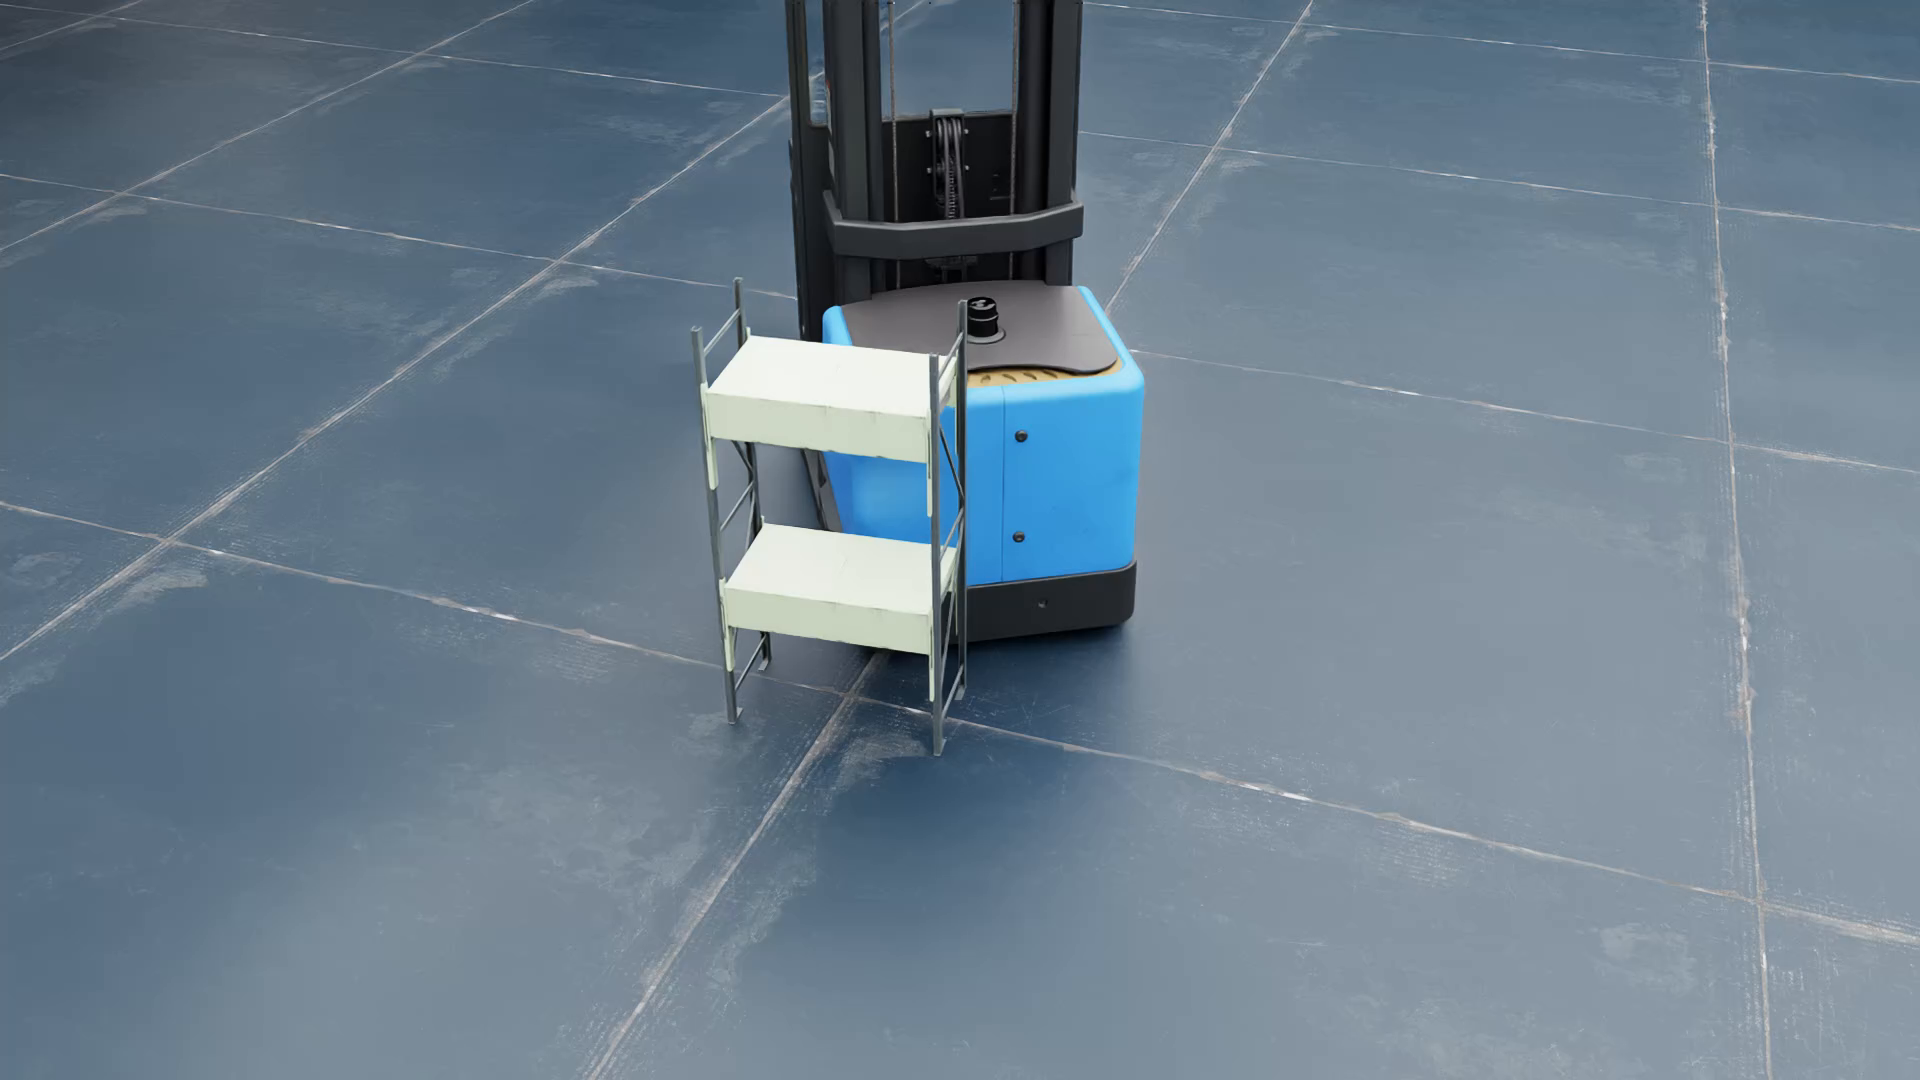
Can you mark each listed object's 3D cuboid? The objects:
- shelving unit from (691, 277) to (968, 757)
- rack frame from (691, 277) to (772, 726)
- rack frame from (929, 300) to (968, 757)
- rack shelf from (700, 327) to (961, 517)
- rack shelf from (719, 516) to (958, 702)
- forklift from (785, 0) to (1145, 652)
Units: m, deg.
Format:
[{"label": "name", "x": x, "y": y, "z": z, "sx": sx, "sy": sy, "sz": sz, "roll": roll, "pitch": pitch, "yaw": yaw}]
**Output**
[{"label": "shelving unit", "x": -0.389, "y": -0.050, "z": 5.443, "sx": 0.755, "sy": 1.500, "sz": 0.431, "roll": 7, "pitch": 33, "yaw": 11}, {"label": "rack frame", "x": -0.745, "y": -0.095, "z": 5.514, "sx": 0.023, "sy": 1.500, "sz": 0.400, "roll": 7, "pitch": 33, "yaw": 11}, {"label": "rack frame", "x": -0.033, "y": -0.004, "z": 5.371, "sx": 0.023, "sy": 1.500, "sz": 0.400, "roll": 7, "pitch": 33, "yaw": 11}, {"label": "rack shelf", "x": -0.389, "y": -0.378, "z": 5.232, "sx": 0.720, "sy": 0.370, "sz": 0.431, "roll": 7, "pitch": 33, "yaw": 11}, {"label": "rack shelf", "x": -0.389, "y": 0.225, "z": 5.619, "sx": 0.720, "sy": 0.370, "sz": 0.431, "roll": 7, "pitch": 33, "yaw": 11}, {"label": "forklift", "x": -0.140, "y": -1.618, "z": 6.554, "sx": 1.130, "sy": 2.935, "sz": 3.031, "roll": -6, "pitch": 33, "yaw": -9}]
